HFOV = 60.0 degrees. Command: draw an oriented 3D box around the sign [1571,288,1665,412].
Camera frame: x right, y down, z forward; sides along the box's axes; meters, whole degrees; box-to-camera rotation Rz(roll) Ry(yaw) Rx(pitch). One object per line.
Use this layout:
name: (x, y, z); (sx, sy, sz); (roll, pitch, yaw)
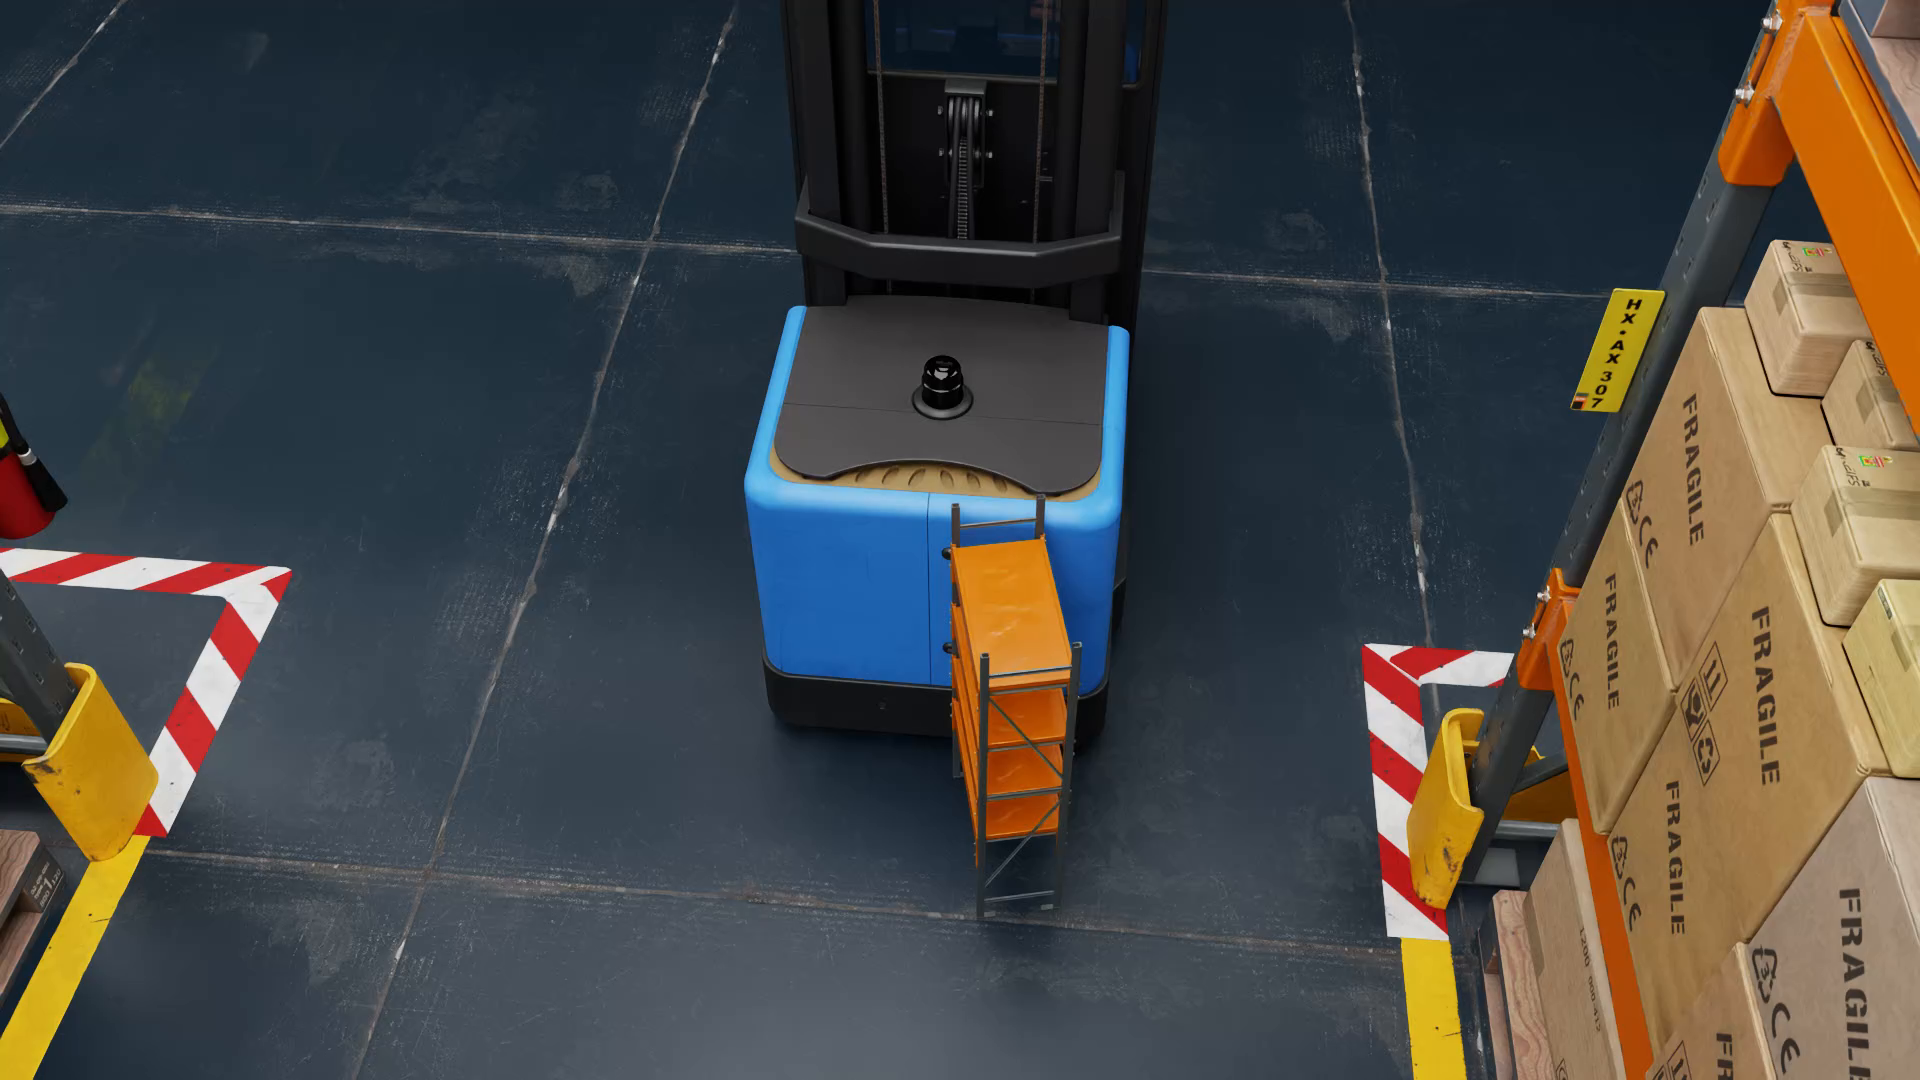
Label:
sign: (1.354, -0.387, 3.431); (0.100, 0.325, 0.005); (4, 48, 4)

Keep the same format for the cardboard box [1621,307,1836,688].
cardboard box: (1.579, -0.064, 3.030); (0.500, 0.500, 0.500); (3, 48, 3)

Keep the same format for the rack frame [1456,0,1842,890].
rack frame: (1.906, -0.026, 3.741); (1.000, 3.000, 0.127); (4, 48, 4)

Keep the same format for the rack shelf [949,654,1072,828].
rack shelf: (0.132, 0.529, 4.544); (0.258, 0.148, 0.480); (-6, 48, -5)

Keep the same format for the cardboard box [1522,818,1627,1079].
cardboard box: (1.945, 1.188, 4.082); (0.875, 0.438, 0.875); (2, 48, 2)

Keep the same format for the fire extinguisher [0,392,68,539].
fire extinguisher: (-2.550, -0.287, 4.285); (0.296, 0.674, 0.183); (4, 48, 4)

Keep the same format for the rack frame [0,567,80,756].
rack frame: (-3.033, -0.285, 3.978); (1.000, 3.000, 0.127); (4, 48, 4)

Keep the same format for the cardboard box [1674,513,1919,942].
cardboard box: (1.538, 0.316, 2.683); (0.500, 0.500, 0.500); (3, 48, 2)

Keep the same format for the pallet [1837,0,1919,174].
pallet: (1.849, -0.463, 2.168); (1.003, 0.211, 1.213); (4, 48, 4)

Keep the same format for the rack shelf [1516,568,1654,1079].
rack shelf: (1.724, 1.686, 2.662); (1.077, 0.370, 4.000); (4, 48, 4)

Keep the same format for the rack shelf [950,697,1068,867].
rack shelf: (0.132, 0.663, 4.690); (0.258, 0.148, 0.480); (-6, 48, -5)

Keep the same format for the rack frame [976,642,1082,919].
rack frame: (0.167, 0.662, 4.331); (0.240, 1.200, 0.015); (-6, 48, -5)

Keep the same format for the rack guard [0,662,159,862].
rack guard: (-3.040, 0.615, 4.849); (1.175, 0.500, 0.348); (4, 48, 4)

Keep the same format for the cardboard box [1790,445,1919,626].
cardboard box: (1.507, 0.007, 2.526); (0.380, 0.149, 0.250); (5, 48, 5)

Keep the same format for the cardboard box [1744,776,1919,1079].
cardboard box: (1.499, 0.695, 2.336); (0.500, 0.500, 0.500); (4, 48, 3)

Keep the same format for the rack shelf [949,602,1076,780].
rack shelf: (0.132, 0.378, 4.379); (0.258, 0.148, 0.480); (-6, 48, -5)

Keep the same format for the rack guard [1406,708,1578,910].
rack guard: (1.908, 0.800, 4.680); (1.175, 0.500, 0.348); (4, 48, 4)

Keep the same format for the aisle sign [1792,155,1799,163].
aisle sign: (1.624, -0.976, 2.848); (0.394, 0.787, 0.004); (4, 48, 4)

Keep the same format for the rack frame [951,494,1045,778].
rack frame: (0.097, 0.306, 4.657); (0.240, 1.200, 0.015); (-6, 48, -5)

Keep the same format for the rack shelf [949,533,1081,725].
rack shelf: (0.132, 0.219, 4.204); (0.258, 0.148, 0.480); (-6, 48, -5)

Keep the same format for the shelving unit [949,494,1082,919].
shelving unit: (0.132, 0.484, 4.494); (0.258, 1.200, 0.503); (-6, 48, -5)

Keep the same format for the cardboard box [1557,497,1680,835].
cardboard box: (1.576, 0.273, 3.399); (0.500, 0.500, 0.500); (4, 48, 3)

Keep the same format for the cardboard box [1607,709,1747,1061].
cardboard box: (1.558, 0.647, 3.058); (0.500, 0.500, 0.500); (3, 48, 3)

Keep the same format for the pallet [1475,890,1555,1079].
pallet: (1.911, 1.508, 4.228); (1.003, 0.211, 1.213); (4, 48, 4)

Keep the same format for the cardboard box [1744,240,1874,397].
cardboard box: (1.598, -0.374, 2.874); (0.380, 0.149, 0.250); (5, 48, 4)

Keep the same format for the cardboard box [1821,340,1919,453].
cardboard box: (1.645, -0.177, 2.694); (0.380, 0.149, 0.250); (5, 48, 4)

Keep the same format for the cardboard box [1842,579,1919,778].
cardboard box: (1.501, 0.201, 2.348); (0.380, 0.149, 0.250); (2, 48, 2)

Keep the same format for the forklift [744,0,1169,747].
forklift: (0.062, -1.452, 5.092); (1.130, 2.935, 3.031); (4, 48, 4)

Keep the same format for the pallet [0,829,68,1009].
pallet: (-3.149, 1.307, 4.412); (1.003, 0.211, 1.213); (4, 48, 4)

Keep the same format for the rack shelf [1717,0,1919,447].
rack shelf: (1.724, 0.674, 1.556); (1.077, 0.370, 4.000); (4, 48, 4)

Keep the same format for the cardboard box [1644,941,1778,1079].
cardboard box: (1.494, 1.020, 2.717); (0.500, 0.500, 0.500); (4, 48, 3)

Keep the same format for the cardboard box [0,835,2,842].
cardboard box: (-2.797, 0.842, 4.393); (0.380, 0.149, 0.250); (3, 48, 2)
